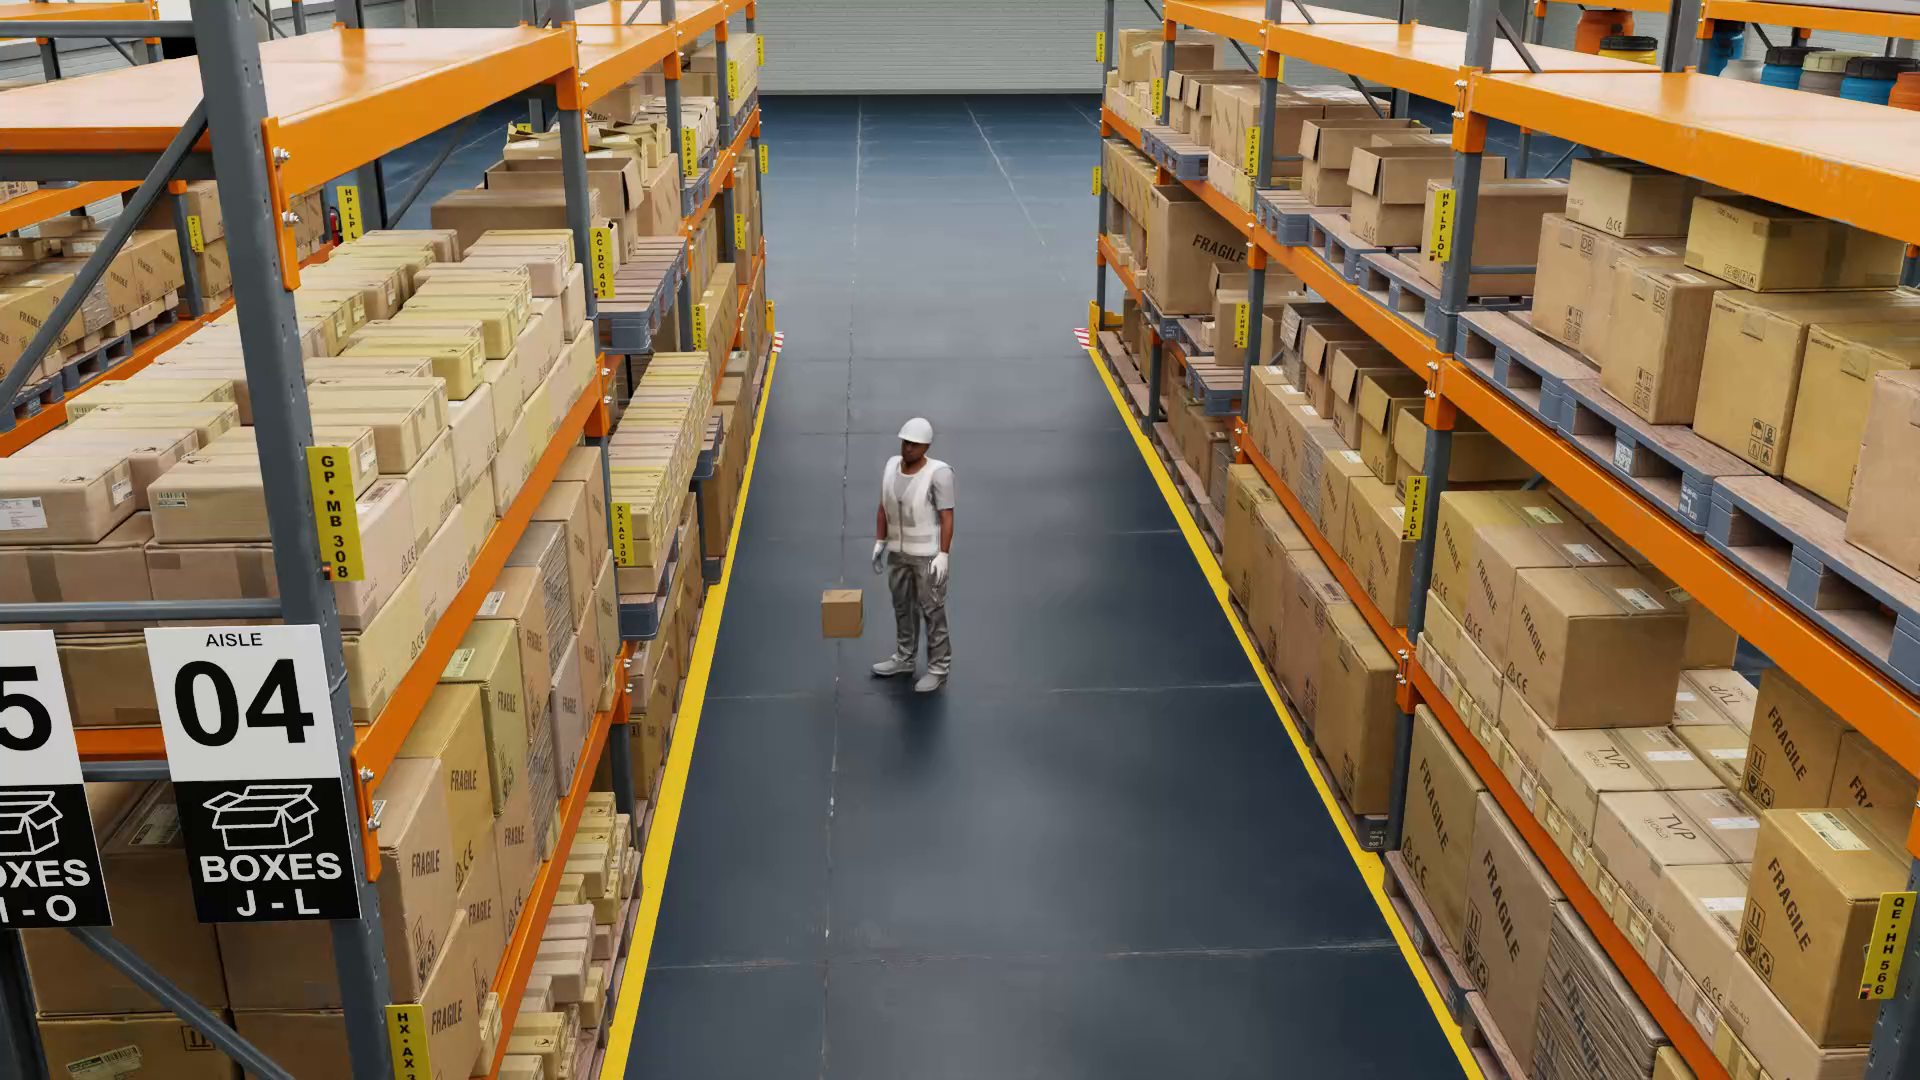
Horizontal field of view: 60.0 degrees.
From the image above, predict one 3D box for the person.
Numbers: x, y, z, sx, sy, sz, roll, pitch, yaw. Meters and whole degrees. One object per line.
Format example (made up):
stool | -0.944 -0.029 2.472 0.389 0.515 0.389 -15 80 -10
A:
person | -0.290 0.089 10.722 0.637 1.794 0.395 15 25 35
